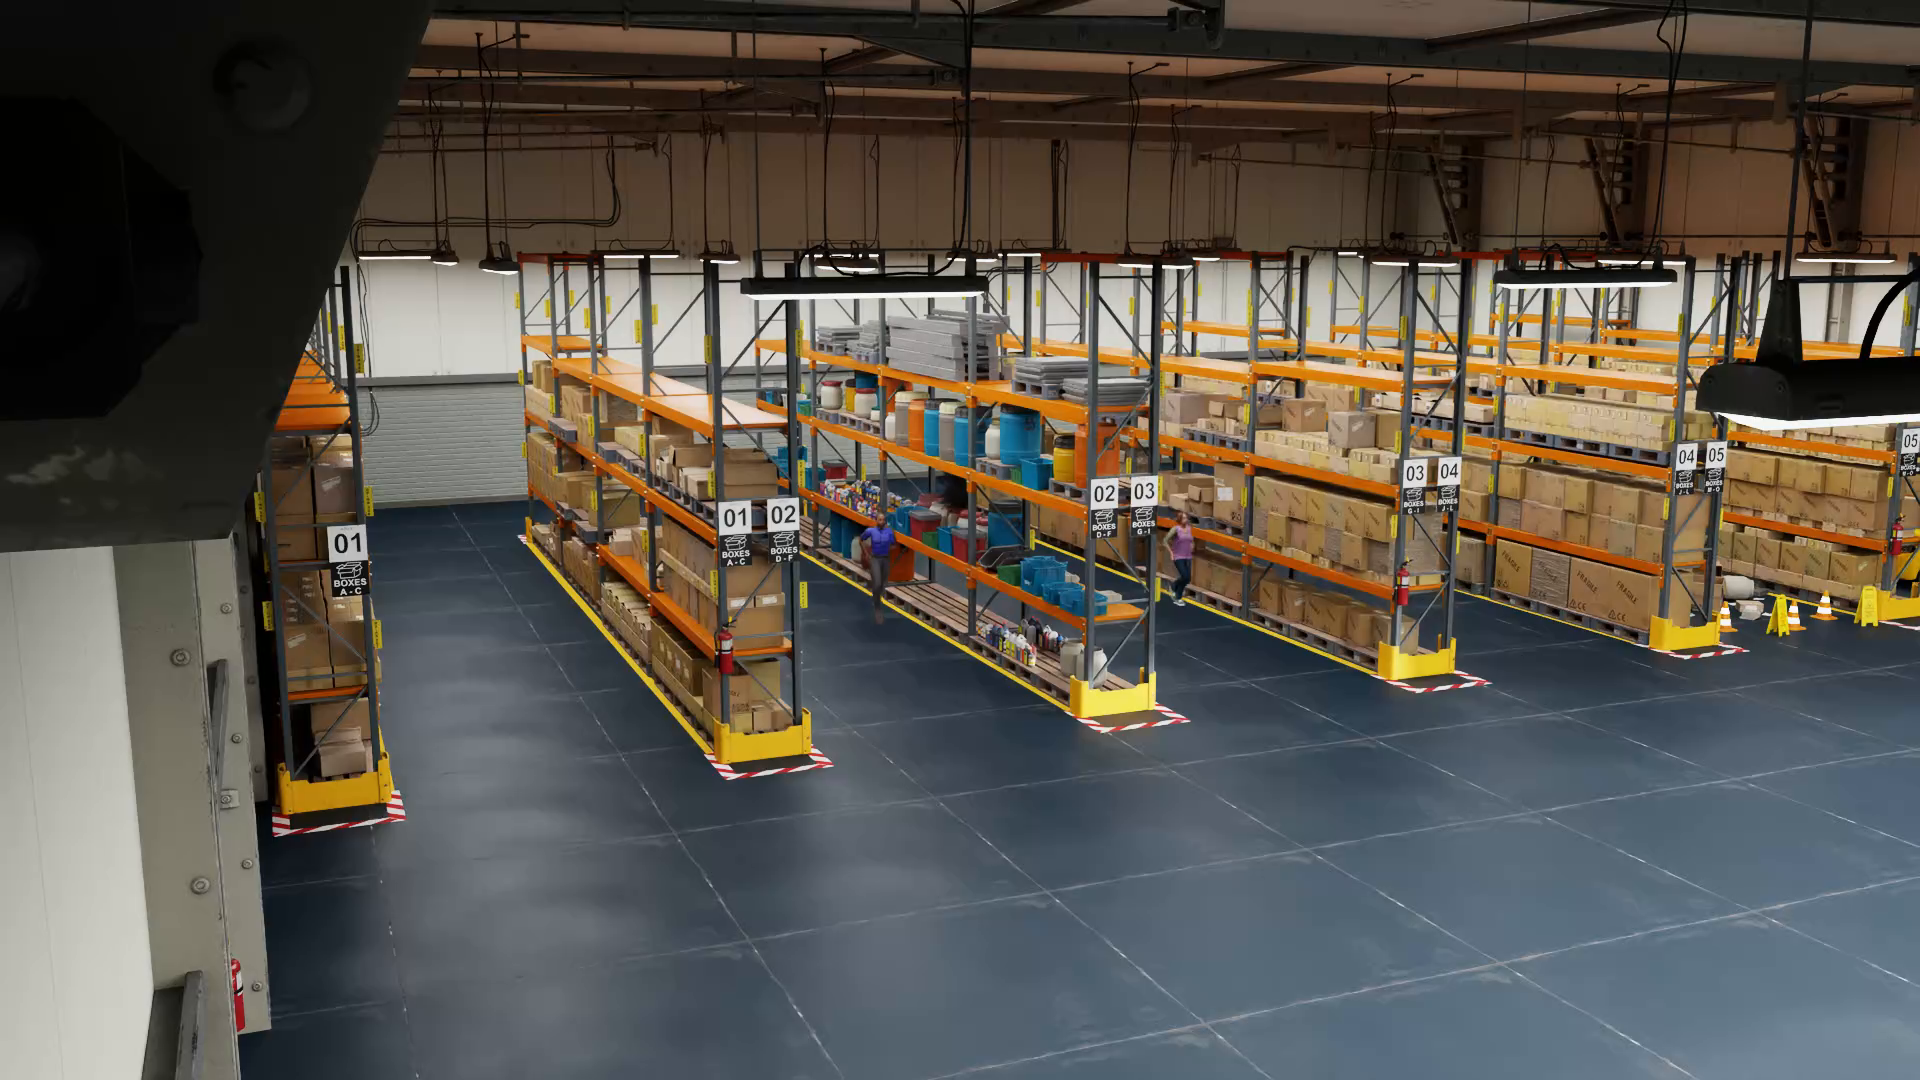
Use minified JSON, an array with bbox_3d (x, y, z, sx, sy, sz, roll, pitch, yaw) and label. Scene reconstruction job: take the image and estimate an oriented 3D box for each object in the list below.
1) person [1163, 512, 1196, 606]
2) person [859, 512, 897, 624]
[{"bbox_3d":[3.671,0.319,27.356,0.531,1.570,0.494,-6,12,-29],"label":"person"},{"bbox_3d":[-1.281,0.428,26.638,0.558,1.747,0.741,-5,11,-25],"label":"person"}]
